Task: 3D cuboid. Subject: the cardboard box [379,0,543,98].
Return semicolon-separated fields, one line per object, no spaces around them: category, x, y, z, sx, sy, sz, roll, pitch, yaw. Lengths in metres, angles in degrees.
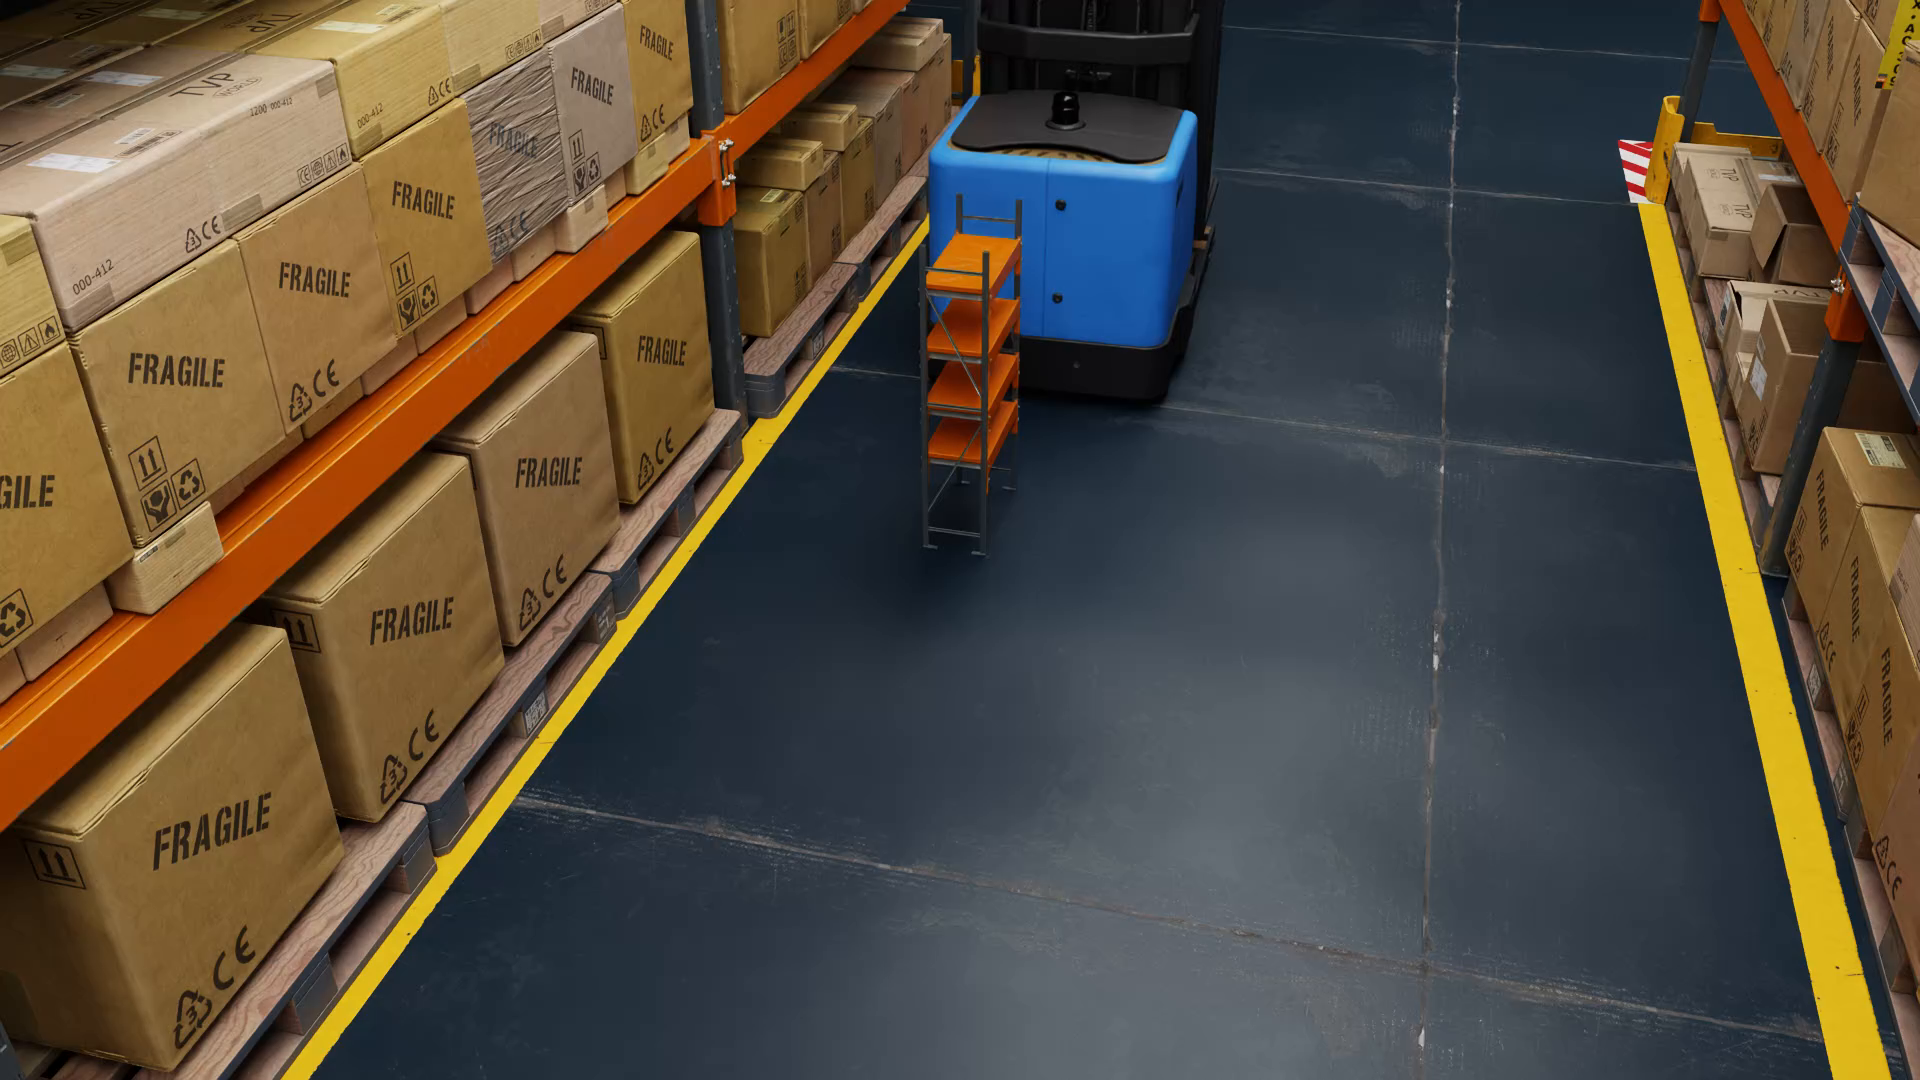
cardboard box;-1.524;-1.455;4.655;0.500;0.250;0.500;9;33;13

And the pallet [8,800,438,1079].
pallet;-2.126;1.085;4.346;1.003;0.211;1.213;8;33;12

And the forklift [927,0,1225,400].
forklift;0.691;-2.614;7.630;1.130;2.935;3.031;7;33;11

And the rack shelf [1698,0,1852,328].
rack shelf;3.916;-1.830;7.004;1.077;0.370;4.000;8;33;12

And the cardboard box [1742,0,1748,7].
cardboard box;3.930;-2.751;7.688;0.500;0.500;0.500;8;33;12

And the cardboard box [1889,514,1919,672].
cardboard box;2.796;0.193;4.371;0.500;0.250;0.500;8;33;12

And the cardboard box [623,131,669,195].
cardboard box;-1.237;-1.323;5.750;0.380;0.149;0.250;9;33;13

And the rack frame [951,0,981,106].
rack frame;-0.369;-3.844;9.501;1.000;3.000;0.127;8;33;12

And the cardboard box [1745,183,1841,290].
cardboard box;3.880;-1.204;7.265;0.797;0.503;0.637;8;33;12

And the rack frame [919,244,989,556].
rack frame;-0.020;-0.466;5.864;0.240;1.200;0.015;8;33;12

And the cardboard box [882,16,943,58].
cardboard box;-0.306;-2.772;9.148;0.380;0.149;0.250;8;33;12

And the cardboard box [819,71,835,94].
cardboard box;-0.867;-2.431;8.611;0.380;0.149;0.250;8;33;13

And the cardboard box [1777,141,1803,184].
cardboard box;4.524;-1.987;8.499;0.500;0.500;0.500;8;33;12

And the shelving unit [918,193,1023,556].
shelving unit;0.042;-0.592;6.063;0.258;1.200;0.503;8;33;12

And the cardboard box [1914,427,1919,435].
cardboard box;3.724;-0.335;6.078;0.500;0.311;0.500;8;33;12

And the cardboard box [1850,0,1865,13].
cardboard box;3.413;-2.124;5.770;0.500;0.500;0.500;7;33;11

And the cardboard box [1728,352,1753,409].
cardboard box;3.315;-0.616;6.670;0.380;0.149;0.250;8;33;12

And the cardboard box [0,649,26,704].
cardboard box;-2.092;0.265;3.252;0.380;0.149;0.250;8;33;12

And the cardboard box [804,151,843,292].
cardboard box;-0.965;-1.525;7.792;0.700;0.500;0.500;8;33;12

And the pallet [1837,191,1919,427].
pallet;3.100;-0.615;4.601;1.003;0.211;1.213;8;33;12

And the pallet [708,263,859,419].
pallet;-1.116;-0.976;7.588;1.003;0.211;1.213;8;33;12

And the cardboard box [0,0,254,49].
cardboard box;-2.138;-1.255;4.339;0.500;0.250;0.500;7;33;11

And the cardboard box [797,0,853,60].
cardboard box;-1.040;-2.552;7.190;0.980;0.700;0.700;7;33;11

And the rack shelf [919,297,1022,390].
rack shelf;0.042;-0.724;5.979;0.258;0.148;0.480;8;33;12

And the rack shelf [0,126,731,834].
rack shelf;-1.892;-0.427;4.796;1.077;0.370;4.000;8;33;12

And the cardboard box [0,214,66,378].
cardboard box;-2.027;-0.401;2.997;0.500;0.250;0.500;9;33;14

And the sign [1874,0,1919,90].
sign;2.881;-1.531;5.056;0.100;0.325;0.005;8;33;12

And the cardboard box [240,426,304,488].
cardboard box;-1.868;-0.274;4.100;0.380;0.149;0.250;9;33;13

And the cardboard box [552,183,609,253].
cardboard box;-1.357;-1.049;5.320;0.380;0.149;0.250;8;33;12

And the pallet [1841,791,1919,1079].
pallet;2.931;1.143;4.255;1.003;0.211;1.213;8;33;12

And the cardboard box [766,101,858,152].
cardboard box;-0.700;-1.963;7.875;0.380;0.149;0.250;7;33;11

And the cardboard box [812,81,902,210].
cardboard box;-0.704;-2.069;8.647;0.700;0.500;0.500;7;33;11

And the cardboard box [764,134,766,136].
cardboard box;-1.126;-1.901;7.778;0.380;0.149;0.250;7;33;11

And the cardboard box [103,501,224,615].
cardboard box;-1.870;0.009;3.655;0.380;0.149;0.250;9;34;14

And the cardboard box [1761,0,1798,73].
cardboard box;3.671;-2.232;6.872;0.500;0.500;0.500;8;33;13

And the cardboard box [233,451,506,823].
cardboard box;-1.857;0.220;4.721;0.750;0.750;0.750;8;33;12

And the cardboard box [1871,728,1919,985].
cardboard box;2.662;0.790;4.131;0.500;0.500;0.500;7;33;11

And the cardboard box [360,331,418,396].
cardboard box;-1.713;-0.532;4.507;0.380;0.149;0.250;8;33;13

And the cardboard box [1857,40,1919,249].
cardboard box;3.072;-1.100;4.700;0.700;0.500;0.500;-3;33;-4

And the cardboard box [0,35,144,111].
cardboard box;-2.267;-0.990;3.924;0.500;0.250;0.500;7;33;11

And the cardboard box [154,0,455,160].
cardboard box;-1.653;-1.191;4.239;0.500;0.250;0.500;7;33;11

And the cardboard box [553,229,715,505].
cardboard box;-1.424;-0.684;6.142;0.750;0.750;0.750;8;33;13

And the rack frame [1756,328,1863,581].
rack frame;3.408;-1.096;5.178;1.000;3.000;0.127;8;33;12

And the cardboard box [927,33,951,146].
cardboard box;-0.450;-2.590;9.466;0.700;0.500;0.500;8;33;12

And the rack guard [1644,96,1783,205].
rack guard;4.404;-2.077;9.052;1.175;0.500;0.348;8;33;12

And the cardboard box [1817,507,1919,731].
cardboard box;2.925;0.269;4.950;0.500;0.500;0.500;8;33;13

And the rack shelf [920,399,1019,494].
rack shelf;0.042;-0.368;6.206;0.258;0.148;0.480;8;33;12

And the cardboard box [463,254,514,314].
cardboard box;-1.561;-0.804;4.934;0.380;0.149;0.250;7;33;11

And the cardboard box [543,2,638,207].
cardboard box;-1.378;-1.405;5.275;0.500;0.500;0.500;8;33;13

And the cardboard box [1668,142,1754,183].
cardboard box;3.985;-1.984;8.822;0.380;0.149;0.250;8;33;12

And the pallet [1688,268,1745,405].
pallet;3.891;-0.911;7.486;1.003;0.211;1.213;8;33;12

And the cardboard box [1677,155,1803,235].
cardboard box;3.884;-1.694;8.272;0.500;0.250;0.500;8;33;12

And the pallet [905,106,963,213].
pallet;-0.496;-2.242;9.580;1.003;0.211;1.213;8;33;12

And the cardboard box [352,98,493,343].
cardboard box;-1.635;-0.885;4.458;0.500;0.500;0.500;9;34;14

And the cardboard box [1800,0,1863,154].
cardboard box;3.416;-1.700;6.035;0.500;0.500;0.500;9;34;14

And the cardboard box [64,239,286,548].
cardboard box;-1.887;-0.357;3.626;0.500;0.500;0.500;9;34;14
